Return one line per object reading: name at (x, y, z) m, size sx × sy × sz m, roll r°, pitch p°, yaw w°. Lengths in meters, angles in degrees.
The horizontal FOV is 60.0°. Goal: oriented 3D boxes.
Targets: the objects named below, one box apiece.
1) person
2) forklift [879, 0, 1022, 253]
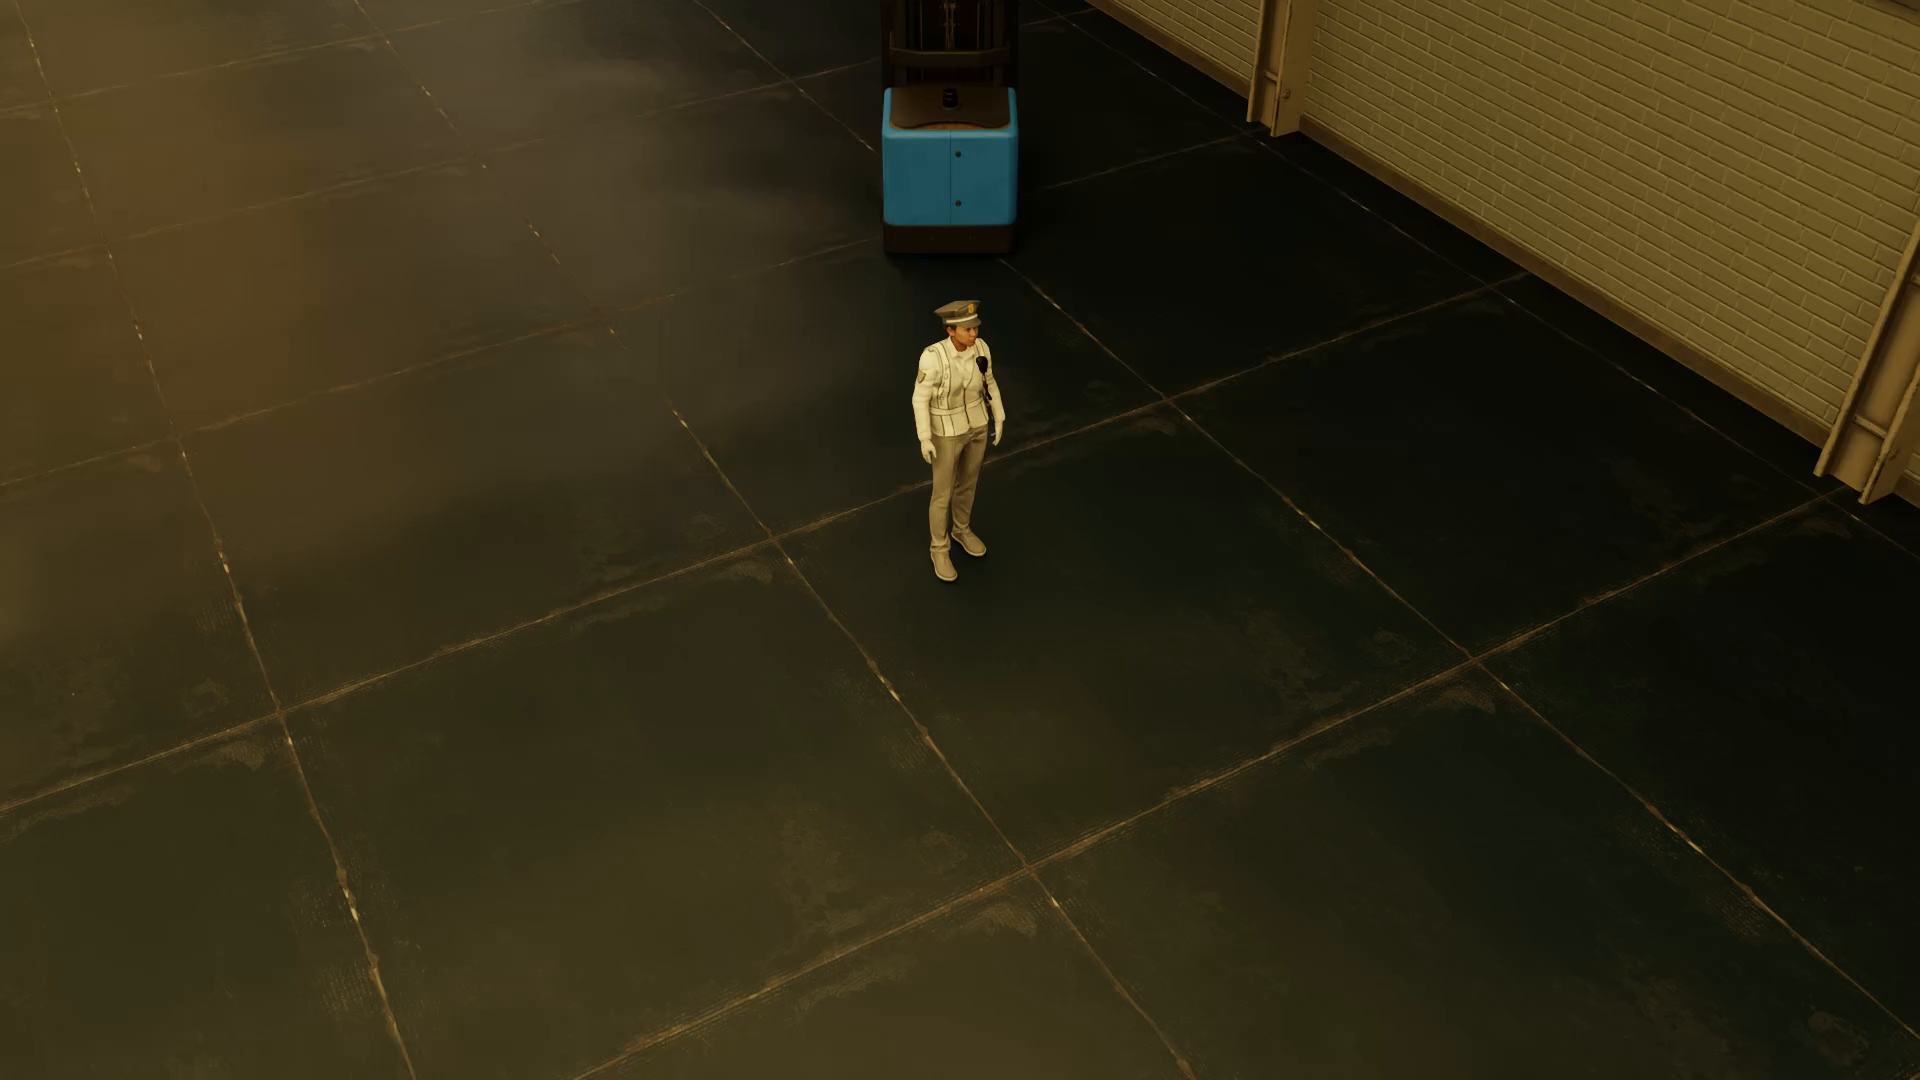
person at (0.028, -0.617, 9.738) m, size 0.586 × 1.694 × 0.530 m, roll -20°, pitch 44°, yaw -23°
forklift at (-0.084, -4.264, 13.177) m, size 1.130 × 2.935 × 3.031 m, roll 0°, pitch 40°, yaw 0°
